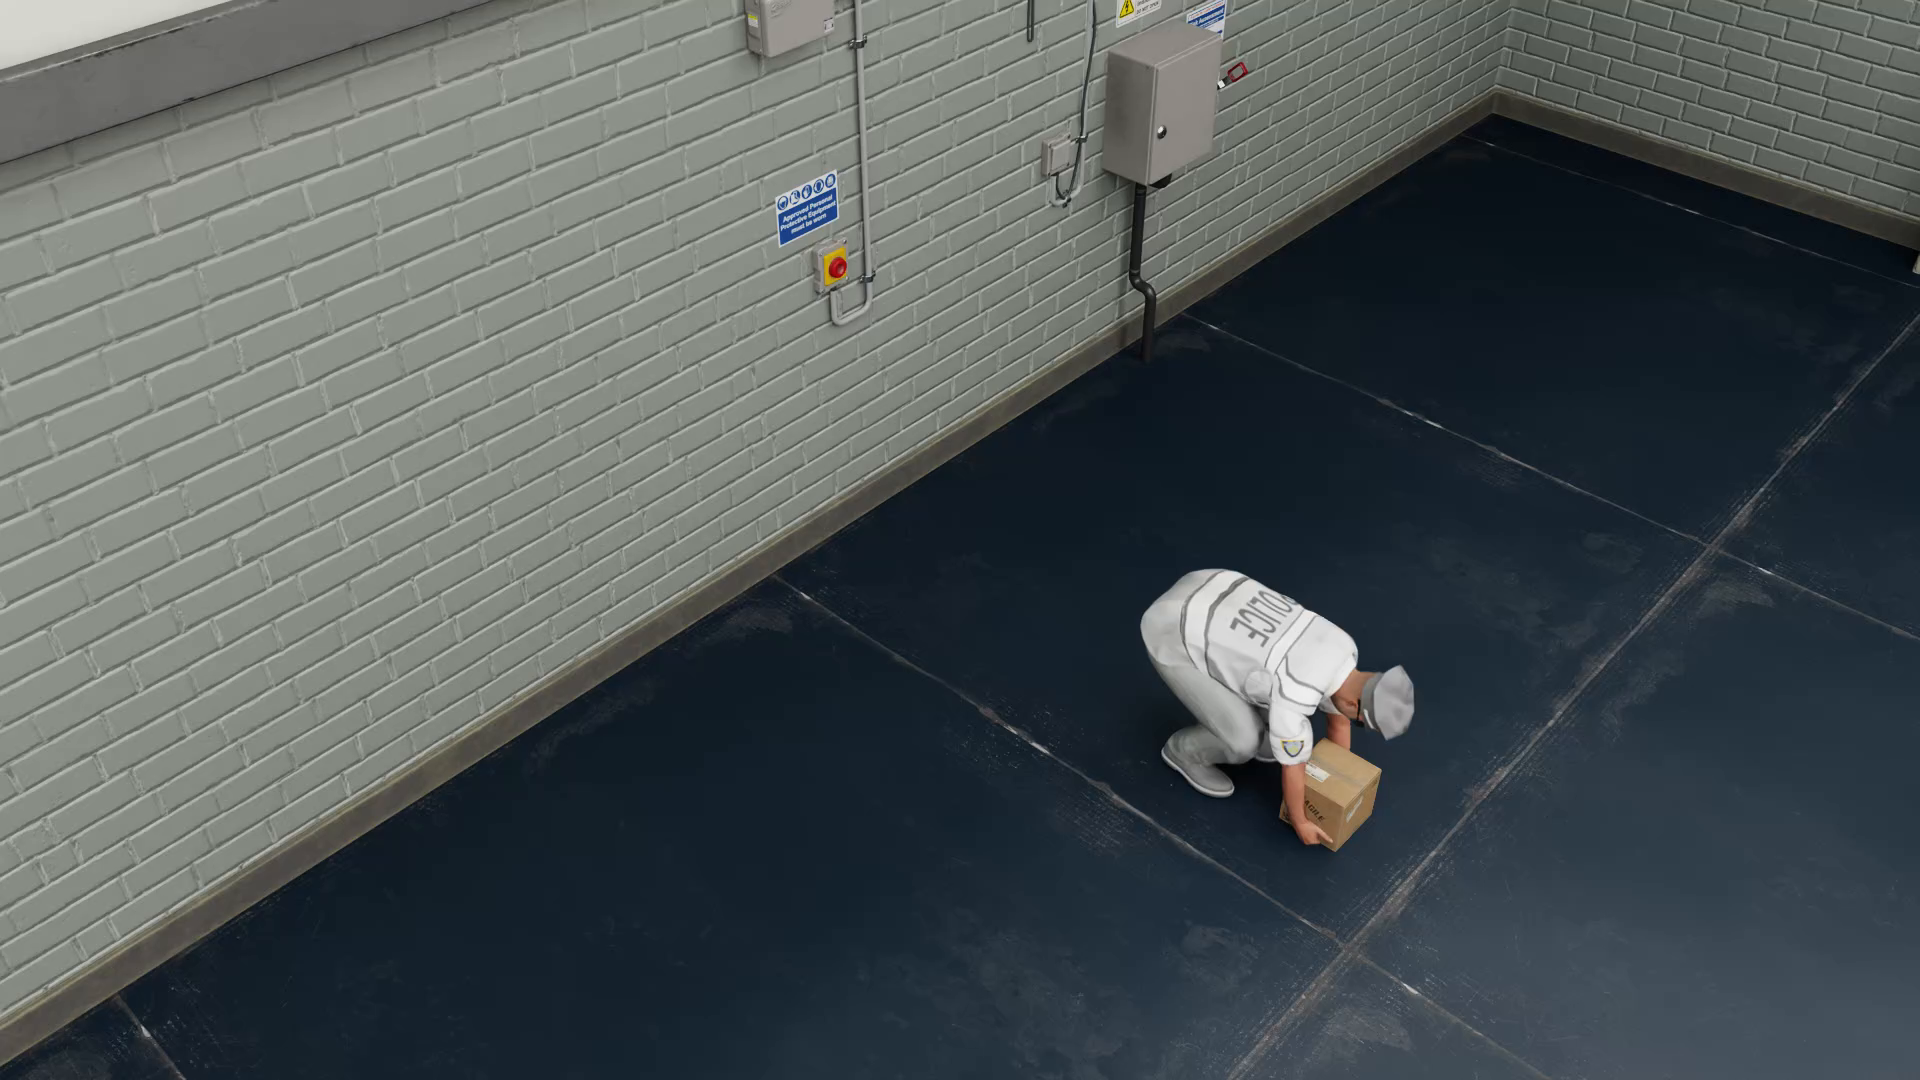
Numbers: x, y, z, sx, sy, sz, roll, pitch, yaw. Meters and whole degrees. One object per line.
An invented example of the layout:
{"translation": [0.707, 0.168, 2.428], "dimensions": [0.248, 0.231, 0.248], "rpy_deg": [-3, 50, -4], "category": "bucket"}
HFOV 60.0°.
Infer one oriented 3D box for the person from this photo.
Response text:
{"translation": [1.147, 0.601, 6.155], "dimensions": [1.031, 0.852, 0.525], "rpy_deg": [29, 47, 30], "category": "person"}
